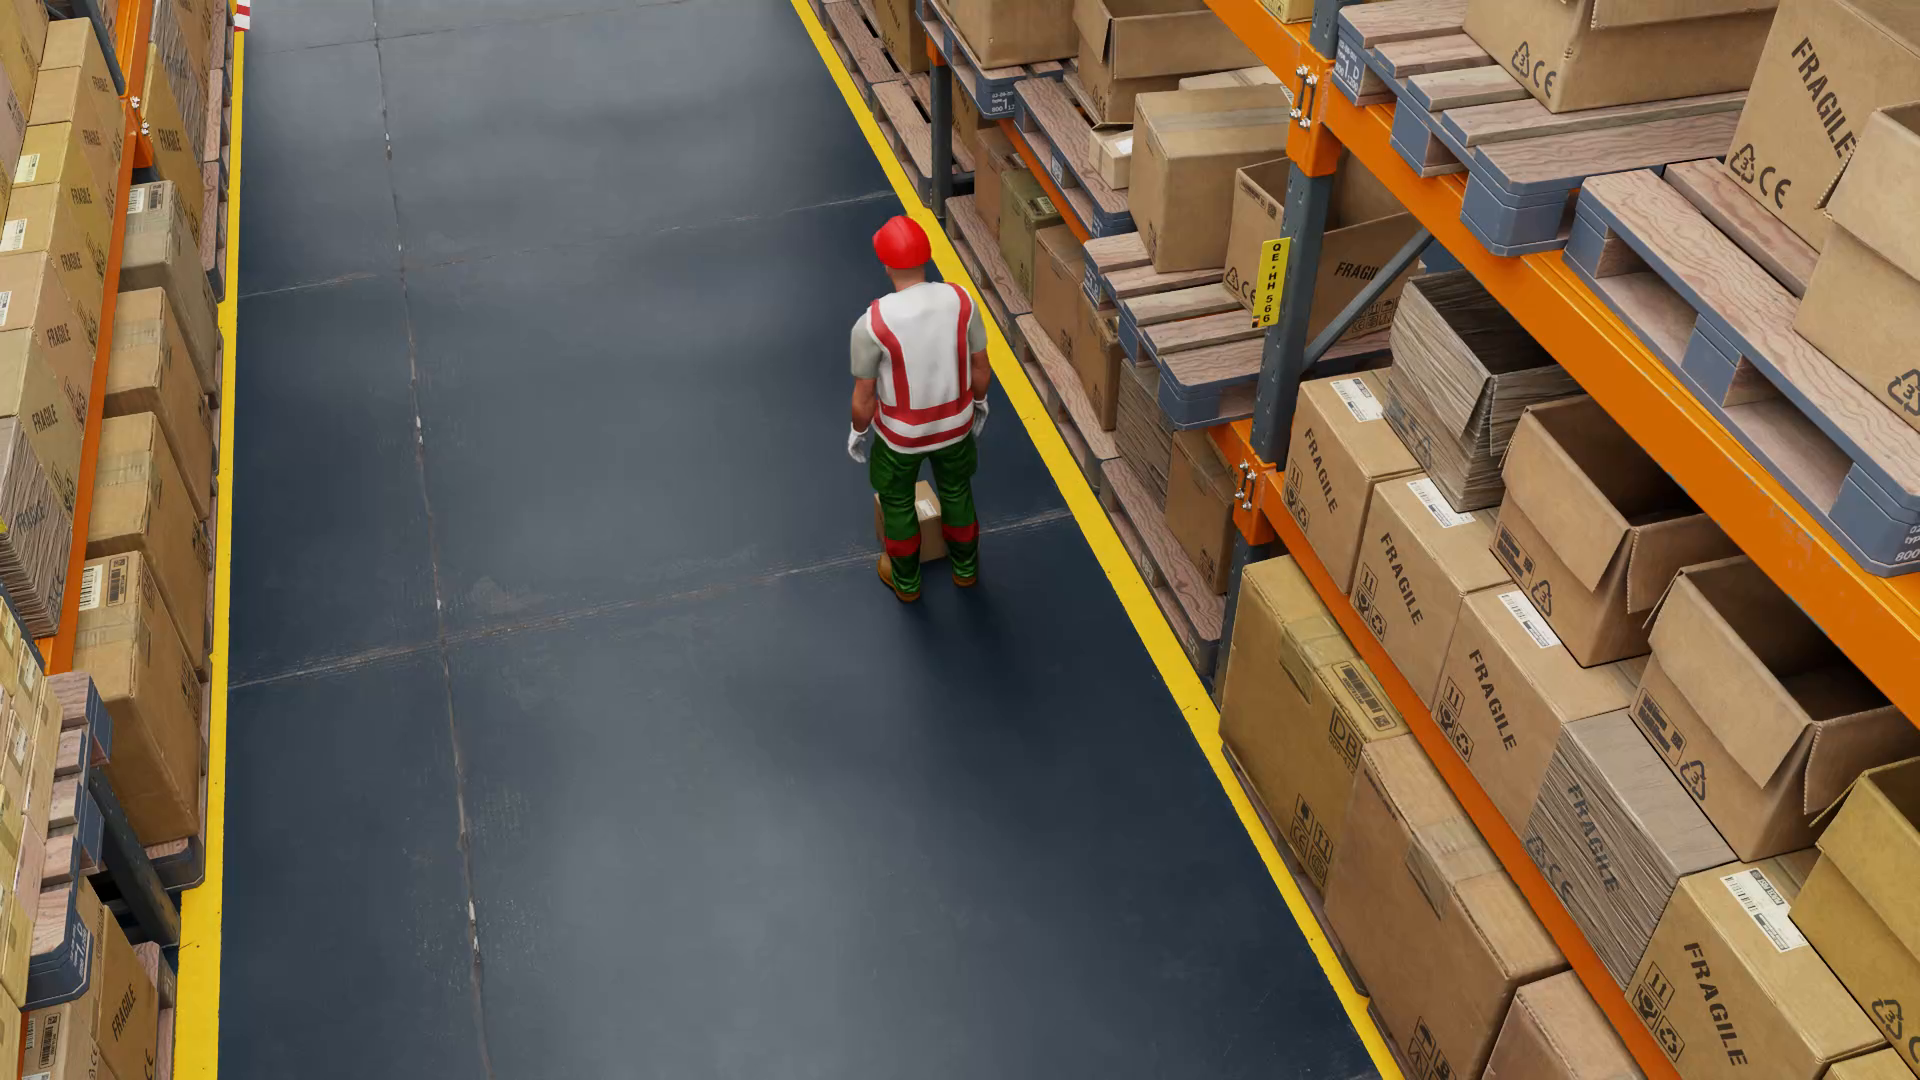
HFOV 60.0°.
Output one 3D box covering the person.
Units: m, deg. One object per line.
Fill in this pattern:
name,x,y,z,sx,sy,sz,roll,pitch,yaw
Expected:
person,-0.164,-0.487,6.694,0.614,1.778,0.452,-14,44,-15
